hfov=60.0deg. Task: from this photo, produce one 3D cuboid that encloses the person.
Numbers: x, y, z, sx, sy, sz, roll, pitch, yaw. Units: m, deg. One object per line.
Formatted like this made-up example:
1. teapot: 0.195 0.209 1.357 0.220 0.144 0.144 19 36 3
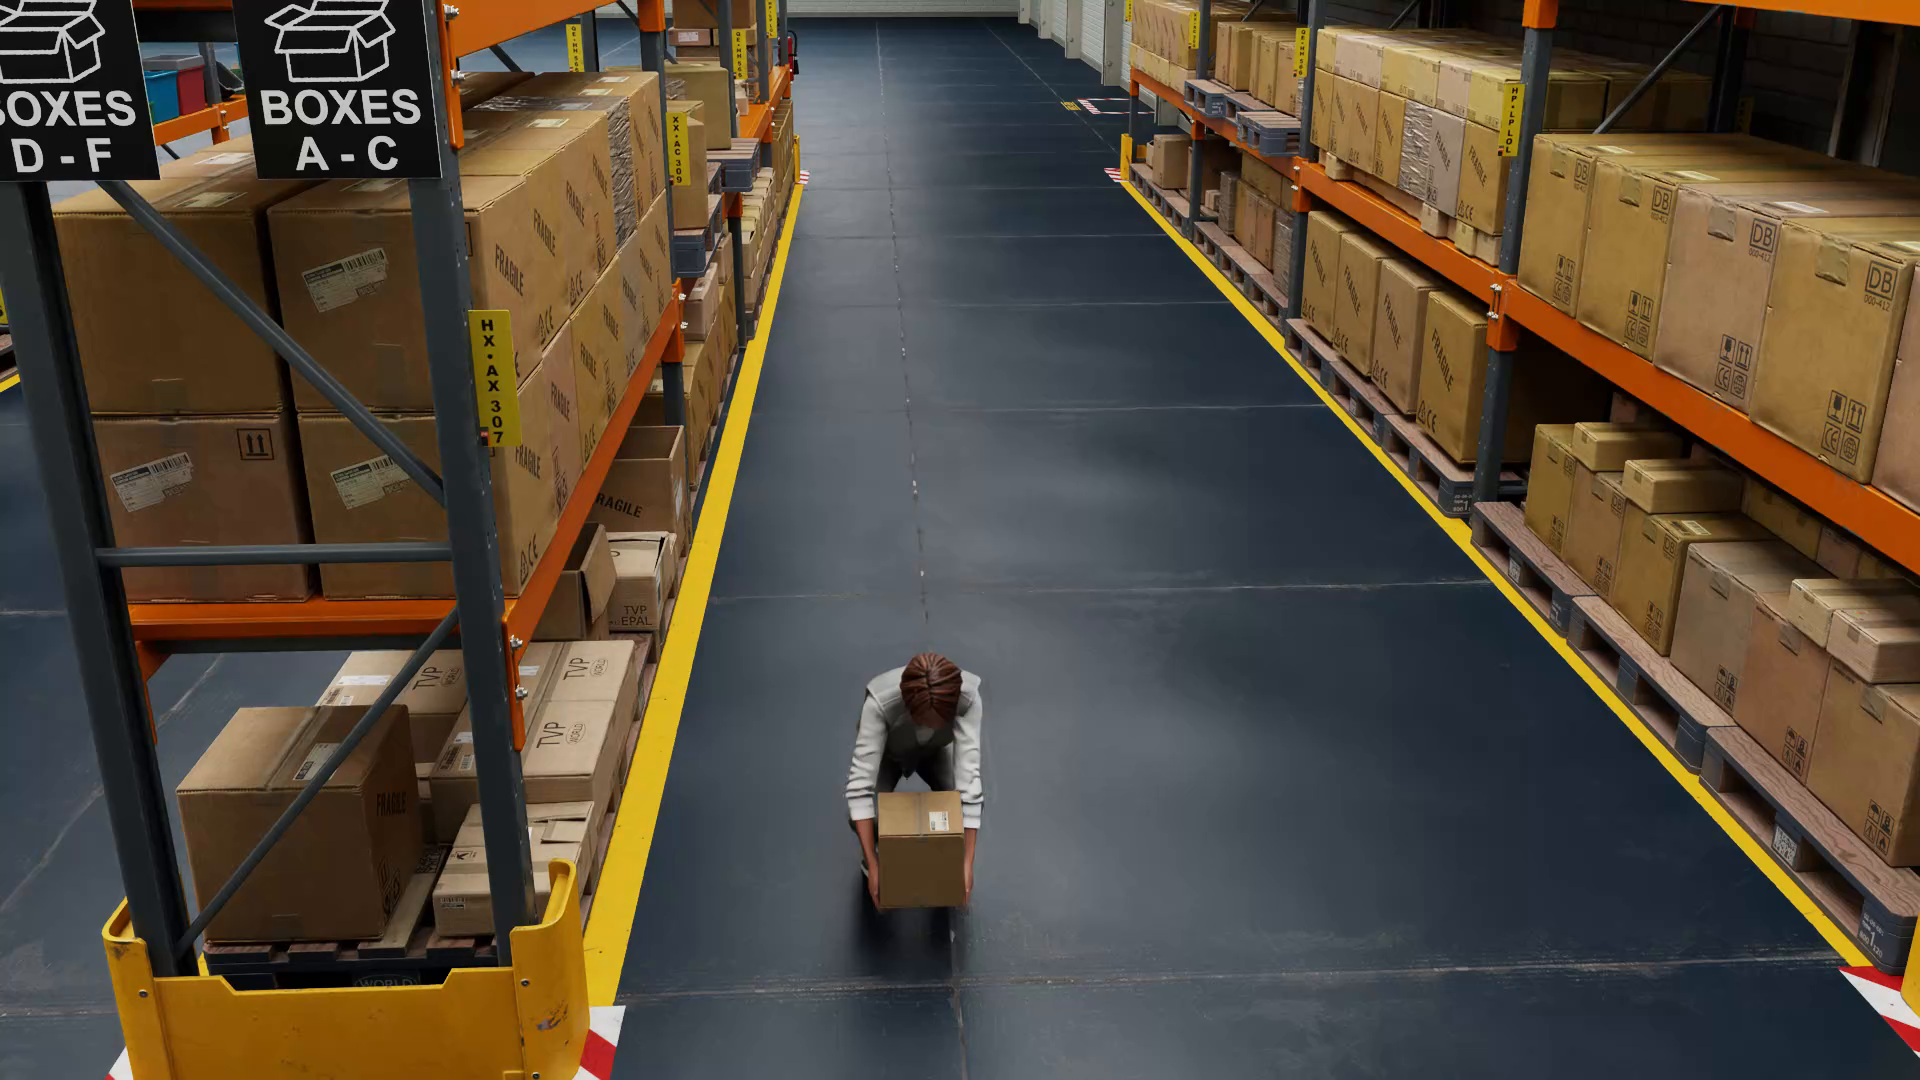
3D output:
1. person: -0.145 0.698 5.243 0.430 0.904 0.811 -1 21 -4
